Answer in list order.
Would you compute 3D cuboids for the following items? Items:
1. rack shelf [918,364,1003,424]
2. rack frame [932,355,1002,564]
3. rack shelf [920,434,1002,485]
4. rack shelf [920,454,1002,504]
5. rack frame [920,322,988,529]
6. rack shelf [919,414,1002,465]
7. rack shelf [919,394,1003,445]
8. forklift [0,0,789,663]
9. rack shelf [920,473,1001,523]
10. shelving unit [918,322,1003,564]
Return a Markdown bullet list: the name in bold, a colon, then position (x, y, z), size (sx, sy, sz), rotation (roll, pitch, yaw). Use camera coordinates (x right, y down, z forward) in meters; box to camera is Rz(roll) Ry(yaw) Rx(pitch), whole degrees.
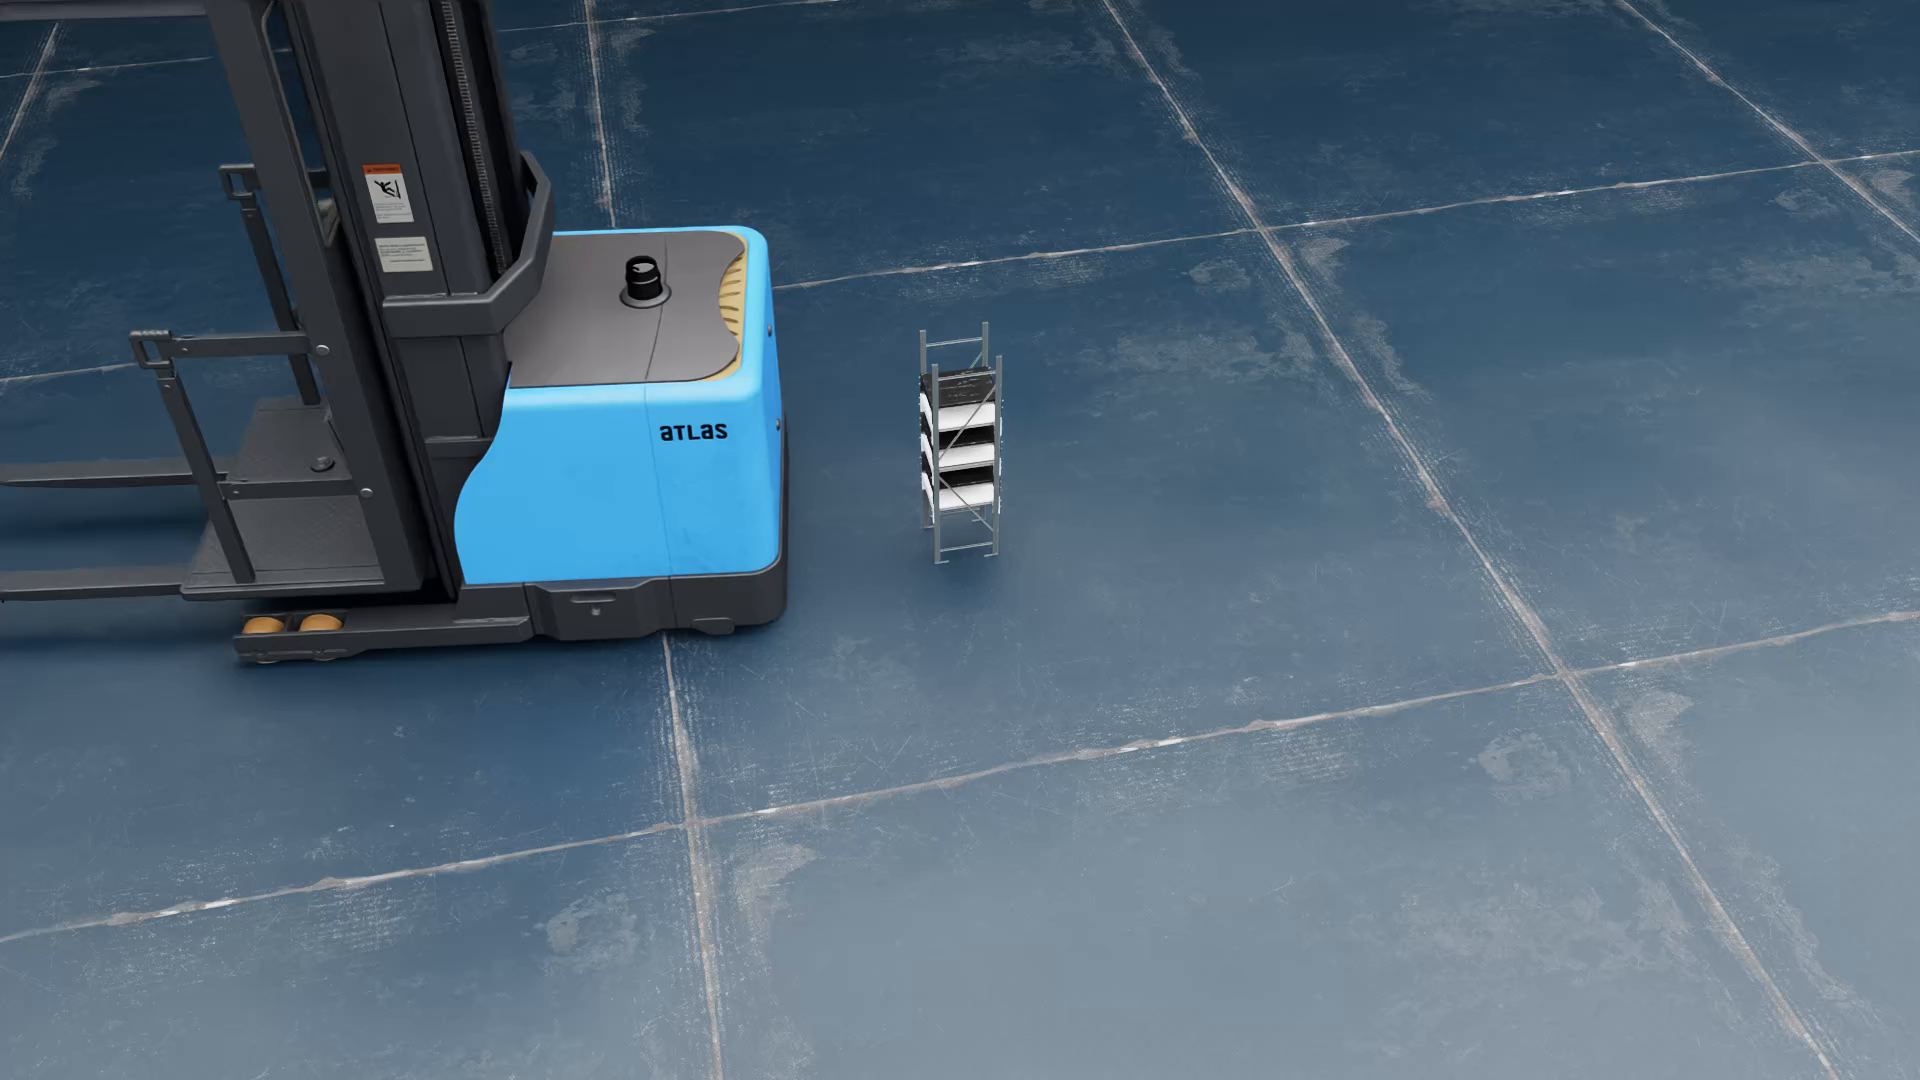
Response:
- **rack shelf**: position (0.002, -0.508, 5.788), size (0.258, 0.077, 0.200), rotation (-8, 42, -9)
- **rack frame**: position (0.024, -0.265, 5.871), size (0.240, 0.900, 0.006), rotation (-8, 42, -9)
- **rack shelf**: position (0.002, -0.306, 5.967), size (0.258, 0.077, 0.200), rotation (-8, 42, -9)
- **rack shelf**: position (0.002, -0.239, 6.027), size (0.258, 0.077, 0.200), rotation (-8, 42, -9)
- **rack frame**: position (-0.020, -0.397, 6.020), size (0.240, 0.900, 0.006), rotation (-8, 42, -9)
- **rack shelf**: position (0.002, -0.374, 5.908), size (0.258, 0.077, 0.200), rotation (-8, 42, -9)
- **rack shelf**: position (0.002, -0.441, 5.848), size (0.258, 0.077, 0.200), rotation (-8, 42, -9)
- **forklift**: position (-2.154, -1.032, 5.205), size (3.031, 2.935, 1.130), rotation (-3, 42, -3)
- **rack shelf**: position (0.002, -0.172, 6.087), size (0.258, 0.077, 0.200), rotation (-8, 42, -9)
- **shelving unit**: position (0.002, -0.331, 5.945), size (0.258, 0.900, 0.210), rotation (-8, 42, -9)
